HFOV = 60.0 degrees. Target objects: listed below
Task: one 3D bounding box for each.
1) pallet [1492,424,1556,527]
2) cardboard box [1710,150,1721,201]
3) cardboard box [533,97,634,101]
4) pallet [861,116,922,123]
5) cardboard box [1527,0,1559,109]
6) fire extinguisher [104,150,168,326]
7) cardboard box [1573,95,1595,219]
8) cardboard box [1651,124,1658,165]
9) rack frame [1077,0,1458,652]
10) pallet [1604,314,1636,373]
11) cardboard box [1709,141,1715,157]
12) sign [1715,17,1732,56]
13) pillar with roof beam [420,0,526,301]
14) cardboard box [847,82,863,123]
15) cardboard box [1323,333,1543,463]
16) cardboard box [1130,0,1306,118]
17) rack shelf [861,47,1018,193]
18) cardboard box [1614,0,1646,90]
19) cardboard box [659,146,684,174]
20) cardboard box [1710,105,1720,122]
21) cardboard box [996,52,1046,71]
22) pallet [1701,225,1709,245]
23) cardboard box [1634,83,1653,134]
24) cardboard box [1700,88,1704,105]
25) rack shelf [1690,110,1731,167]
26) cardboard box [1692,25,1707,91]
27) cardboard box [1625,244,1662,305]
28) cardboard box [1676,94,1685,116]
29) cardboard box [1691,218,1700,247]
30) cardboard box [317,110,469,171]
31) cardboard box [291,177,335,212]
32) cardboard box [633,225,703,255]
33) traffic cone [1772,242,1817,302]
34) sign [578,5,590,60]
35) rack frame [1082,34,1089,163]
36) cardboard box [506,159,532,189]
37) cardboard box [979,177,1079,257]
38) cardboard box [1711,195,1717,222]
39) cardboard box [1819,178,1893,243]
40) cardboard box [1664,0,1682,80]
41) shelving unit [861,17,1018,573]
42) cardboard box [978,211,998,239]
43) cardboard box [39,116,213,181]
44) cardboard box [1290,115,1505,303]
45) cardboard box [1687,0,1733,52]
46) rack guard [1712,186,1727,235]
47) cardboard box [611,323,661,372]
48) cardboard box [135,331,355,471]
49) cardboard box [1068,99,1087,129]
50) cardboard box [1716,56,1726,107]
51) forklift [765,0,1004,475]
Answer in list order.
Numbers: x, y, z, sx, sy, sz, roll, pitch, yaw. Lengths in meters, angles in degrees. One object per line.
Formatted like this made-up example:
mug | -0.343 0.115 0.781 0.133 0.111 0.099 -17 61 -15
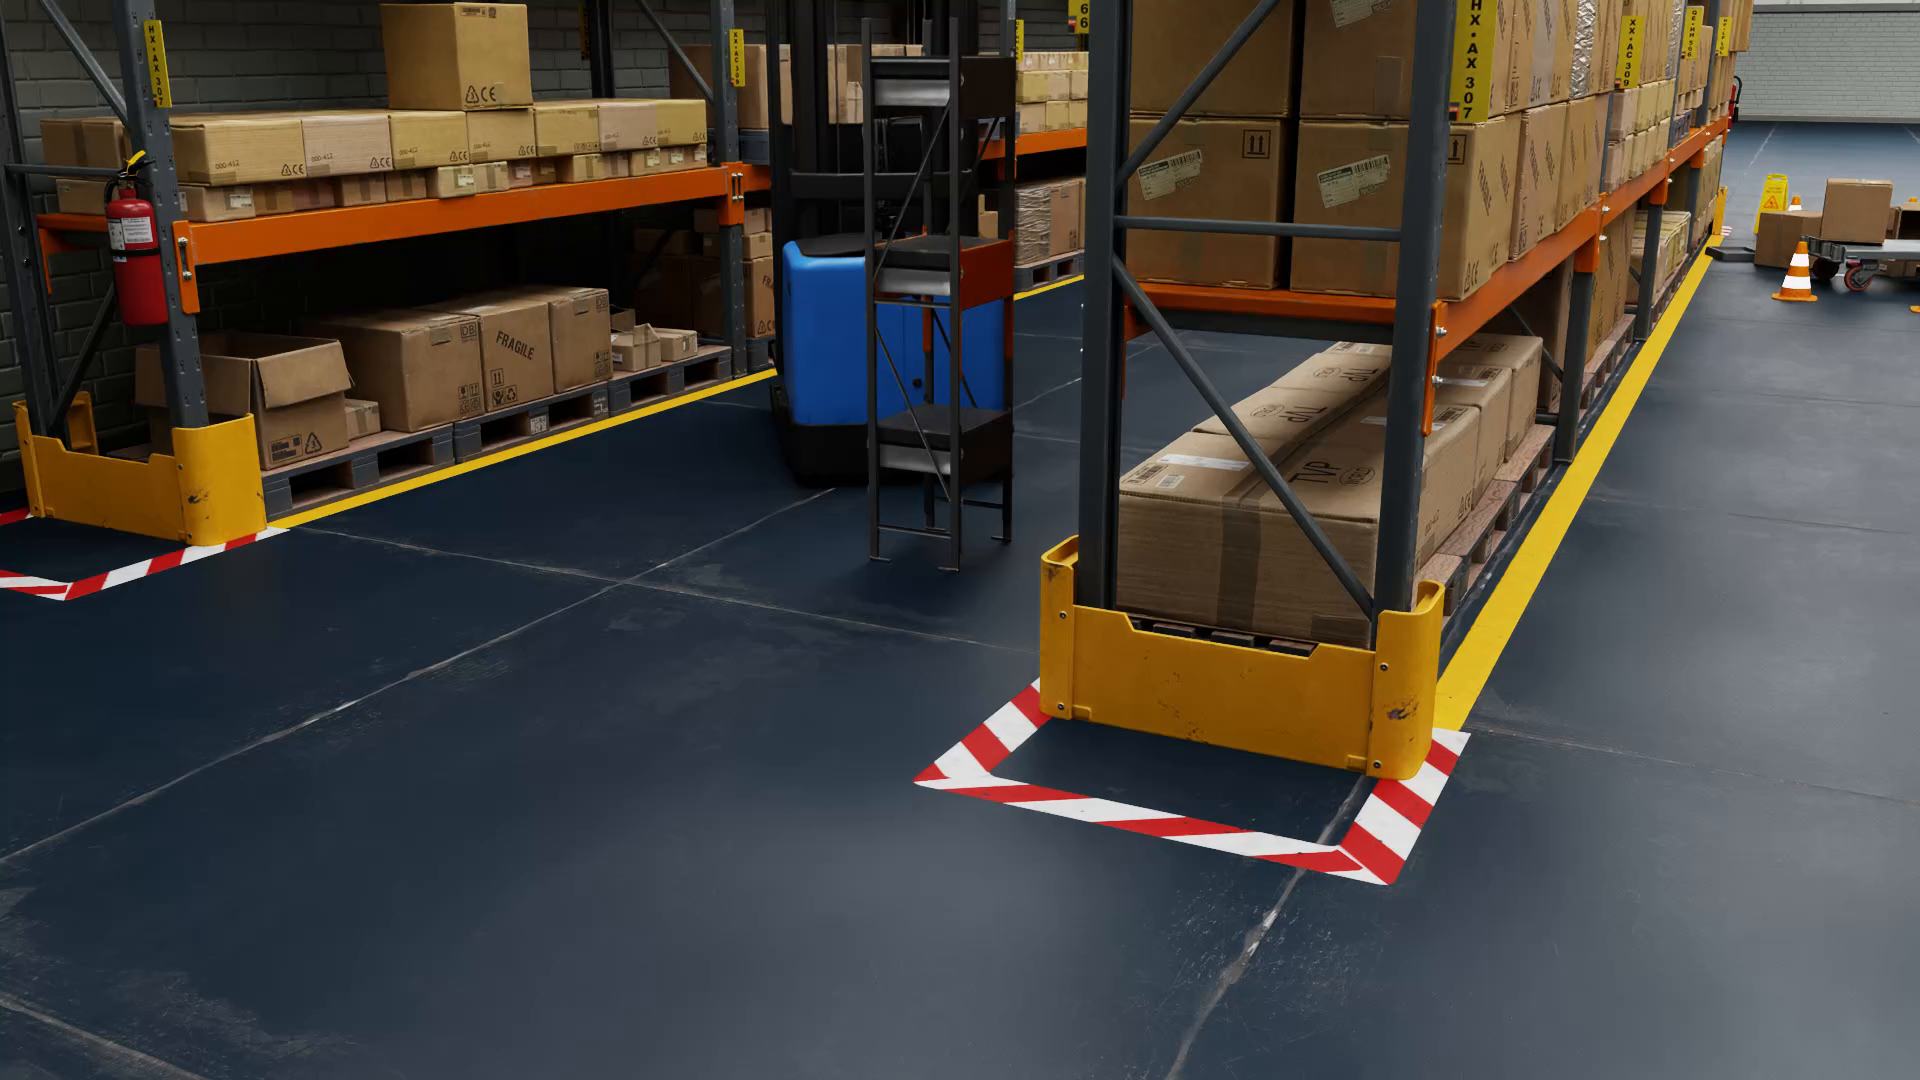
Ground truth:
pallet | 2.215 -0.370 7.900 1.003 0.211 1.213 8 18 25
cardboard box | 7.632 -3.819 17.390 0.500 0.500 0.500 9 19 27
cardboard box | -2.280 -2.500 9.915 0.500 0.250 0.500 8 18 25
pallet | -0.895 -2.952 12.033 1.003 0.211 1.213 8 18 25
cardboard box | 1.754 -1.750 5.715 0.500 0.500 0.500 8 18 25
fire extinguisher | -3.257 -1.190 6.554 0.296 0.674 0.183 8 18 25
cardboard box | 2.421 -1.656 7.157 0.500 0.500 0.500 8 18 24
cardboard box | 3.965 -2.418 10.159 0.500 0.250 0.500 8 18 25
rack frame | 0.837 -0.872 4.691 1.000 3.000 0.127 8 18 25
pallet | 3.992 -1.382 11.305 1.003 0.211 1.213 8 18 25
cardboard box | 7.160 -3.822 16.261 0.380 0.149 0.250 9 19 29
sign | 6.698 -4.414 14.583 0.100 0.325 0.005 8 18 25
pillar with roof beam | 0.916 -4.787 7.336 9.100 9.000 0.400 8 18 25
cardboard box | -0.853 -2.963 11.231 0.396 0.266 0.258 9 19 28
cardboard box | 2.248 -0.718 7.934 0.875 0.438 0.875 8 18 25
cardboard box | 0.840 -1.552 5.050 0.500 0.500 0.500 9 19 27
rack shelf | -0.074 -1.622 6.388 0.431 0.518 0.480 8 18 25
cardboard box | 3.078 -2.493 8.219 0.500 0.500 0.500 8 18 26
cardboard box | -1.831 -2.218 9.666 0.380 0.149 0.250 9 19 27
cardboard box | 7.207 -4.172 16.244 0.380 0.149 0.250 8 18 26
cardboard box | 0.494 -4.011 13.945 0.380 0.149 0.250 9 19 27
pallet | 7.558 -3.389 18.063 1.003 0.211 1.213 8 18 25
cardboard box | 3.531 -2.396 9.209 0.500 0.250 0.500 8 18 26
cardboard box | 6.216 -3.843 14.399 0.380 0.149 0.250 8 18 26
rack shelf | 7.093 -4.093 16.800 1.077 0.370 4.000 8 18 25
cardboard box | 5.742 -3.916 13.506 0.500 0.500 0.500 9 19 27
cardboard box | 4.673 -1.994 12.347 0.950 0.372 0.625 7 18 22
cardboard box | 5.185 -3.249 12.397 0.380 0.149 0.250 8 18 26
cardboard box | 6.705 -2.928 15.705 0.500 0.250 0.500 7 18 23
cardboard box | -2.713 -1.912 7.936 0.500 0.250 0.500 8 18 24
cardboard box | -3.054 -1.573 7.493 0.380 0.149 0.250 8 18 25
cardboard box | -1.911 -1.966 10.888 0.380 0.149 0.250 7 18 23
traffic cone | 6.898 -2.218 13.681 0.336 0.463 0.334 8 18 25
sign | -2.316 -3.146 10.315 0.100 0.325 0.005 8 18 25
rack frame | 1.757 -4.559 17.105 1.000 3.000 0.127 8 18 25
cardboard box | -2.440 -1.897 8.583 0.380 0.149 0.250 8 18 25
cardboard box | 0.546 -2.928 15.046 0.875 0.625 0.625 9 19 27
cardboard box | 7.856 -3.584 17.916 0.500 0.250 0.500 8 18 25
cardboard box | 7.805 -2.874 14.494 0.500 0.500 0.500 8 18 25
cardboard box | 4.193 -3.140 10.397 0.500 0.500 0.500 8 19 26
shelving unit | -0.074 -0.964 6.583 0.431 2.100 0.503 8 18 25
cardboard box | -0.027 -2.408 13.517 0.500 0.500 0.500 9 19 27
cardboard box | -3.637 -1.724 7.302 0.500 0.250 0.500 9 19 27
cardboard box | 1.309 -1.006 4.966 0.500 0.500 0.500 8 18 25
cardboard box | 6.590 -4.683 15.068 0.700 0.500 0.500 8 18 25
rack guard | 7.953 -3.730 18.704 1.175 0.500 0.348 8 18 25
cardboard box | -1.963 -1.142 9.665 0.396 0.266 0.258 9 19 27
cardboard box | -3.247 -0.651 7.594 0.797 0.503 0.637 7 18 23
cardboard box | 0.840 -3.810 14.846 0.500 0.250 0.500 7 18 24
cardboard box | 7.085 -4.453 16.049 0.500 0.500 0.500 8 18 25
forklift | -0.484 -2.083 8.891 1.130 2.935 3.031 -2 17 -8
